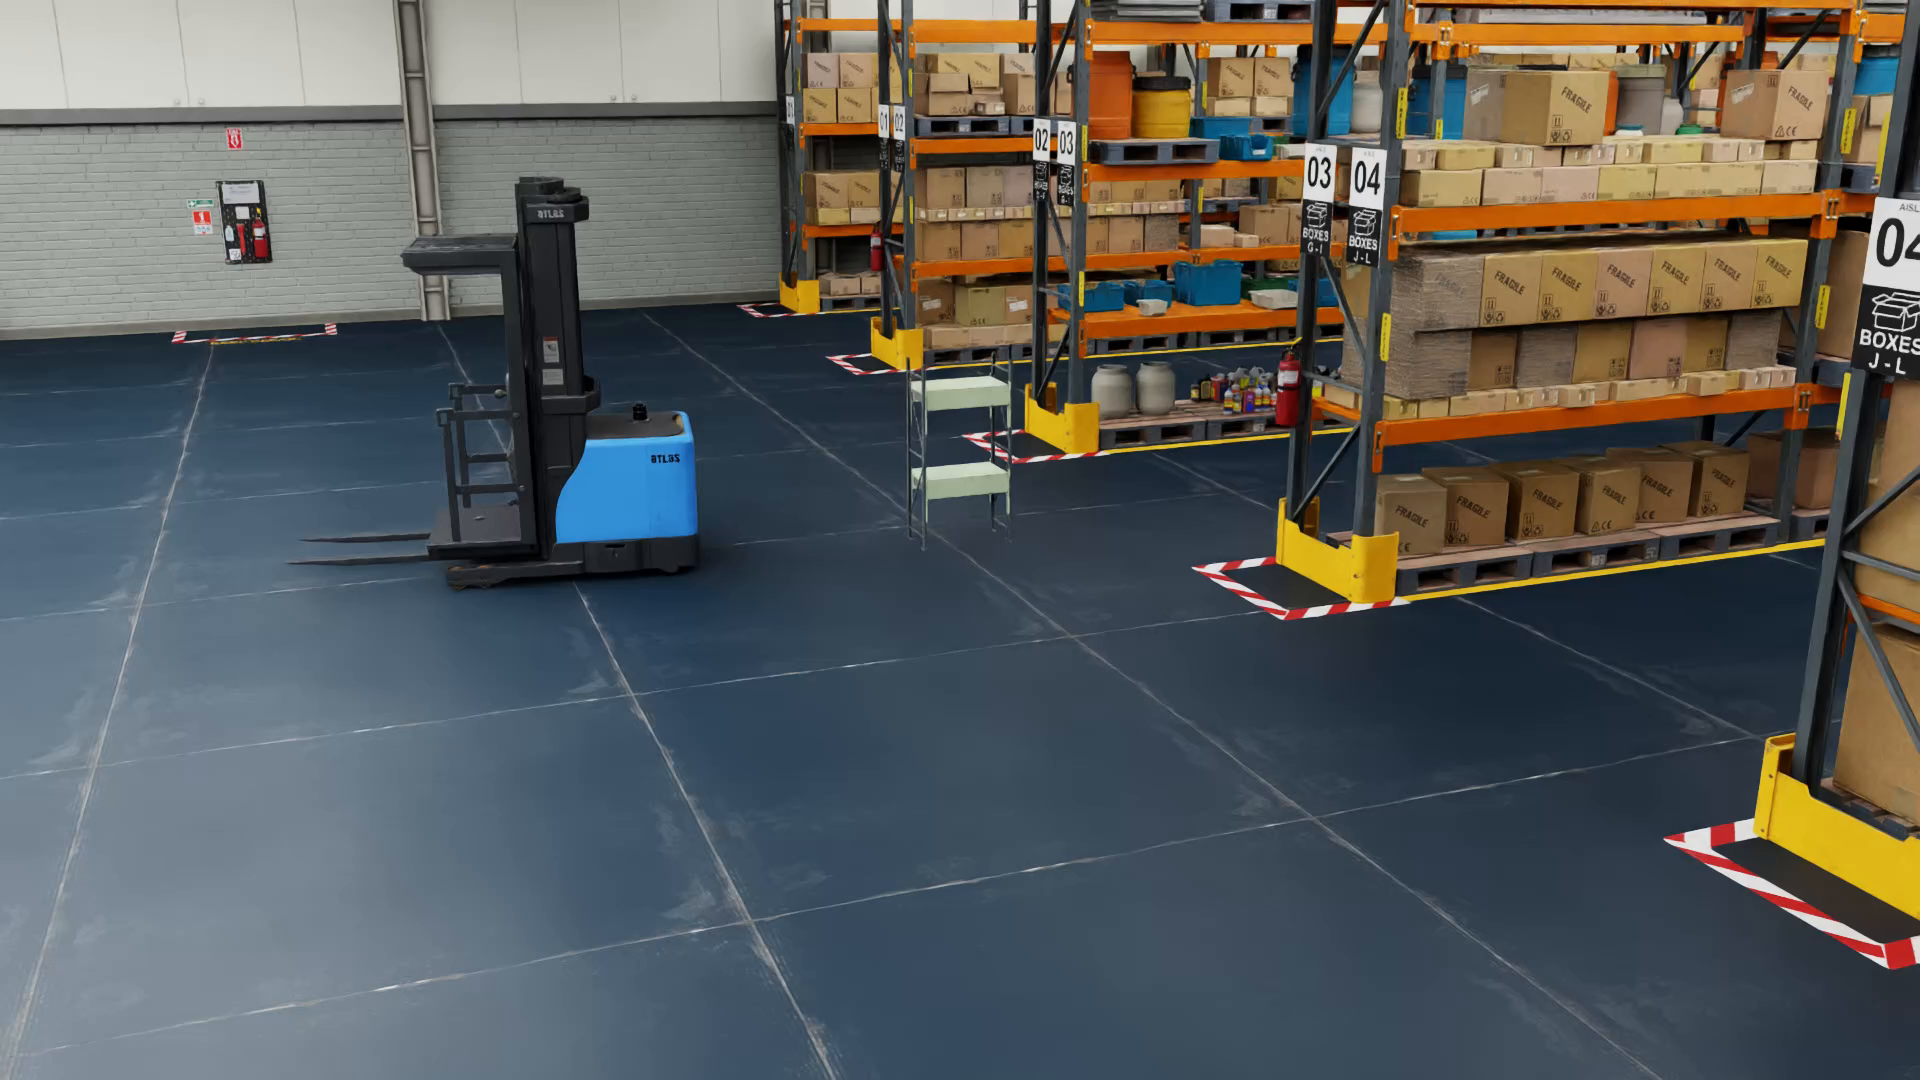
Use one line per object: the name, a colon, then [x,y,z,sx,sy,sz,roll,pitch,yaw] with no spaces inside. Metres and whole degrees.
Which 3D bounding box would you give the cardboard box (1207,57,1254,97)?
cardboard box: [3.536,-6.124,21.996,0.500,0.500,0.500,-6,17,-19]

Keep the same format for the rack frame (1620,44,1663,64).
rack frame: [12.375,-9.535,30.098,0.127,3.000,1.000,-6,17,-20]

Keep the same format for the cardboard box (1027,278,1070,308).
cardboard box: [1.192,-3.129,21.733,0.500,0.500,0.500,-6,17,-20]

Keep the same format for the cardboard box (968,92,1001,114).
cardboard box: [0.191,-5.562,21.164,0.500,0.250,0.500,-6,17,-20]

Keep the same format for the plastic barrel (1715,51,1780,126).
plastic barrel: [8.981,-5.147,18.970,0.708,0.830,0.600,-6,17,-20]

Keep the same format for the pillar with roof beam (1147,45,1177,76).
pillar with roof beam: [4.922,-7.693,23.823,0.400,9.000,9.100,-6,17,-20]

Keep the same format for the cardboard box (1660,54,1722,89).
cardboard box: [10.856,-6.977,24.756,0.500,0.500,0.700,-6,17,-20]

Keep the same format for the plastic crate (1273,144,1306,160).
plastic crate: [3.360,-3.885,16.648,0.396,0.136,0.243,-6,17,-20]

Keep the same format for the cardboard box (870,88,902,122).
cardboard box: [-1.166,-6.607,25.235,0.500,0.500,0.500,-5,17,-18]

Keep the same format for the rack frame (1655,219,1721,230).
rack frame: [8.450,-3.244,19.320,0.127,3.000,1.000,-6,17,-20]

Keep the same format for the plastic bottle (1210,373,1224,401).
plastic bottle: [2.783,-1.660,17.981,0.135,0.276,0.152,-6,17,-20]

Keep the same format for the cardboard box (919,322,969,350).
cardboard box: [-0.209,-2.618,21.326,0.500,0.250,0.500,-6,17,-20]

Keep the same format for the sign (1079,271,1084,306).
sign: [1.172,-2.425,16.040,0.005,0.325,0.100,-6,17,-20]

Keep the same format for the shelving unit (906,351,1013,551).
shelving unit: [-0.006,-0.719,13.385,0.755,1.500,0.431,-6,17,-20]

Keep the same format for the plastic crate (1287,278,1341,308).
plastic crate: [3.778,-2.586,17.345,0.616,0.251,0.499,-6,17,-20]

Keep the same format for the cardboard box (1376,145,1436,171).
cardboard box: [3.092,-2.659,11.566,0.250,0.149,0.380,-6,18,-20]

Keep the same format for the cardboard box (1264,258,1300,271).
cardboard box: [5.638,-5.060,28.575,0.750,0.750,0.750,-6,18,-21]

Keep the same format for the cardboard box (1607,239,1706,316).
cardboard box: [5.231,-1.989,12.568,0.500,0.500,0.500,-6,17,-20]

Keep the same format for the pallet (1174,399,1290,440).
pallet: [2.931,-1.322,17.724,1.213,0.211,1.003,-6,17,-20]

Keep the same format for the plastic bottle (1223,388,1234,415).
plastic bottle: [2.784,-1.440,17.239,0.097,0.271,0.097,0,16,0]

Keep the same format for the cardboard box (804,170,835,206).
cardboard box: [-2.202,-5.445,25.715,0.500,0.500,0.500,-6,18,-21]

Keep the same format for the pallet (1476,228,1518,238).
pallet: [7.289,-4.542,24.082,1.003,0.211,1.213,-6,17,-20]

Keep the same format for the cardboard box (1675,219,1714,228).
cardboard box: [10.989,-4.978,25.050,0.500,0.500,0.500,-6,17,-19]

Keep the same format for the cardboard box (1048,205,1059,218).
cardboard box: [1.090,-4.238,21.376,0.250,0.149,0.380,-6,17,-20]

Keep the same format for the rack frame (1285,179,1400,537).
rack frame: [2.752,-1.134,12.136,0.127,3.000,1.000,-6,17,-20]

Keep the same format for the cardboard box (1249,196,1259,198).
cardboard box: [5.117,-5.840,28.570,0.250,0.149,0.380,-6,17,-19]

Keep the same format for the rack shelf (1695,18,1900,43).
rack shelf: [12.283,-7.684,25.076,4.000,0.370,1.077,-6,17,-20]

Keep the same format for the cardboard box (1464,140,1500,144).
cardboard box: [3.902,-2.878,12.310,0.250,0.149,0.380,-6,17,-19]

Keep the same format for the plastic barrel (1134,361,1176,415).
plastic barrel: [2.035,-1.582,17.332,0.421,0.512,0.421,0,16,0]

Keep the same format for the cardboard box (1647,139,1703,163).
cardboard box: [5.285,-2.895,12.367,0.250,0.149,0.380,-5,17,-18]

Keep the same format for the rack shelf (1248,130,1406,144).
rack shelf: [4.813,-5.440,22.752,4.000,0.370,1.077,-6,17,-20]

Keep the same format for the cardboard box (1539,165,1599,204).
cardboard box: [4.237,-2.584,12.017,0.500,0.250,0.500,-6,17,-20]

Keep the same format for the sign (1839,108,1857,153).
sign: [6.688,-3.083,12.530,0.005,0.325,0.100,-6,17,-20]

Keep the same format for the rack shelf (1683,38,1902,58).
rack shelf: [10.317,-5.787,19.319,4.000,0.370,1.077,-6,17,-20]

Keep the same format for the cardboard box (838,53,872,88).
cardboard box: [-1.632,-7.032,24.911,0.500,0.500,0.500,-6,18,-21]

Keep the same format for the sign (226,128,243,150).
sign: [-10.189,-5.635,23.351,0.199,0.298,0.001,-6,17,-20]

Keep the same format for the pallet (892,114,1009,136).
pallet: [-0.120,-5.202,20.822,1.213,0.211,1.003,-6,17,-20]

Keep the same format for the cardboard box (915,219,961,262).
cardboard box: [-0.349,-3.832,21.148,0.500,0.500,0.700,-6,17,-20]

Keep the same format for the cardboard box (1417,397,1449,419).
cardboard box: [3.343,-1.000,12.124,0.250,0.149,0.380,-6,17,-20]

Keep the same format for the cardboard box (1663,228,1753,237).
cardboard box: [5.976,-2.229,13.386,0.500,0.500,0.500,-6,17,-20]

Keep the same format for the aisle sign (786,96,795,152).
aisle sign: [-2.525,-6.205,24.790,0.004,0.787,0.394,-6,17,-20]

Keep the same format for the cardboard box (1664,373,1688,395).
cardboard box: [5.425,-1.241,12.945,0.250,0.149,0.380,-6,17,-20]

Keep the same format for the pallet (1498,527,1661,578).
pallet: [4.731,0.002,13.217,1.213,0.211,1.003,-6,17,-20]

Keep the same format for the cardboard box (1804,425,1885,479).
cardboard box: [7.520,-0.648,14.138,0.500,0.500,0.700,-6,17,-20]

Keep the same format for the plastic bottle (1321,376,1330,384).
plastic bottle: [3.961,-1.621,17.848,0.135,0.276,0.152,-6,17,-20]

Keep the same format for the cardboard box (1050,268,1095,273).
cardboard box: [1.851,-4.537,27.381,0.500,0.500,0.700,-6,17,-18]

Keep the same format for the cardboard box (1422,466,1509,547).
cardboard box: [3.887,-0.264,12.864,0.500,0.500,0.500,-2,16,-6]

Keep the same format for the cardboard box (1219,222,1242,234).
cardboard box: [3.701,-4.216,22.872,0.258,0.266,0.396,-7,18,-21]

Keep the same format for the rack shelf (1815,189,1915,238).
rack shelf: [8.354,-2.833,13.875,4.000,0.370,1.077,-6,17,-20]

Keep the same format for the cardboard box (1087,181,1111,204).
cardboard box: [1.594,-4.666,21.685,0.500,0.500,0.700,-6,17,-20]

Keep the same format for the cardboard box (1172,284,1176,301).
cardboard box: [3.221,-3.412,23.031,0.500,0.311,0.500,-6,17,-20]

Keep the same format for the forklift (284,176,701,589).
forklift: [-3.557,-1.201,12.487,3.031,2.935,1.130,-3,17,-11]

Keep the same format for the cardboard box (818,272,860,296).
cardboard box: [-1.887,-4.011,25.924,0.500,0.311,0.500,-8,18,-26]
